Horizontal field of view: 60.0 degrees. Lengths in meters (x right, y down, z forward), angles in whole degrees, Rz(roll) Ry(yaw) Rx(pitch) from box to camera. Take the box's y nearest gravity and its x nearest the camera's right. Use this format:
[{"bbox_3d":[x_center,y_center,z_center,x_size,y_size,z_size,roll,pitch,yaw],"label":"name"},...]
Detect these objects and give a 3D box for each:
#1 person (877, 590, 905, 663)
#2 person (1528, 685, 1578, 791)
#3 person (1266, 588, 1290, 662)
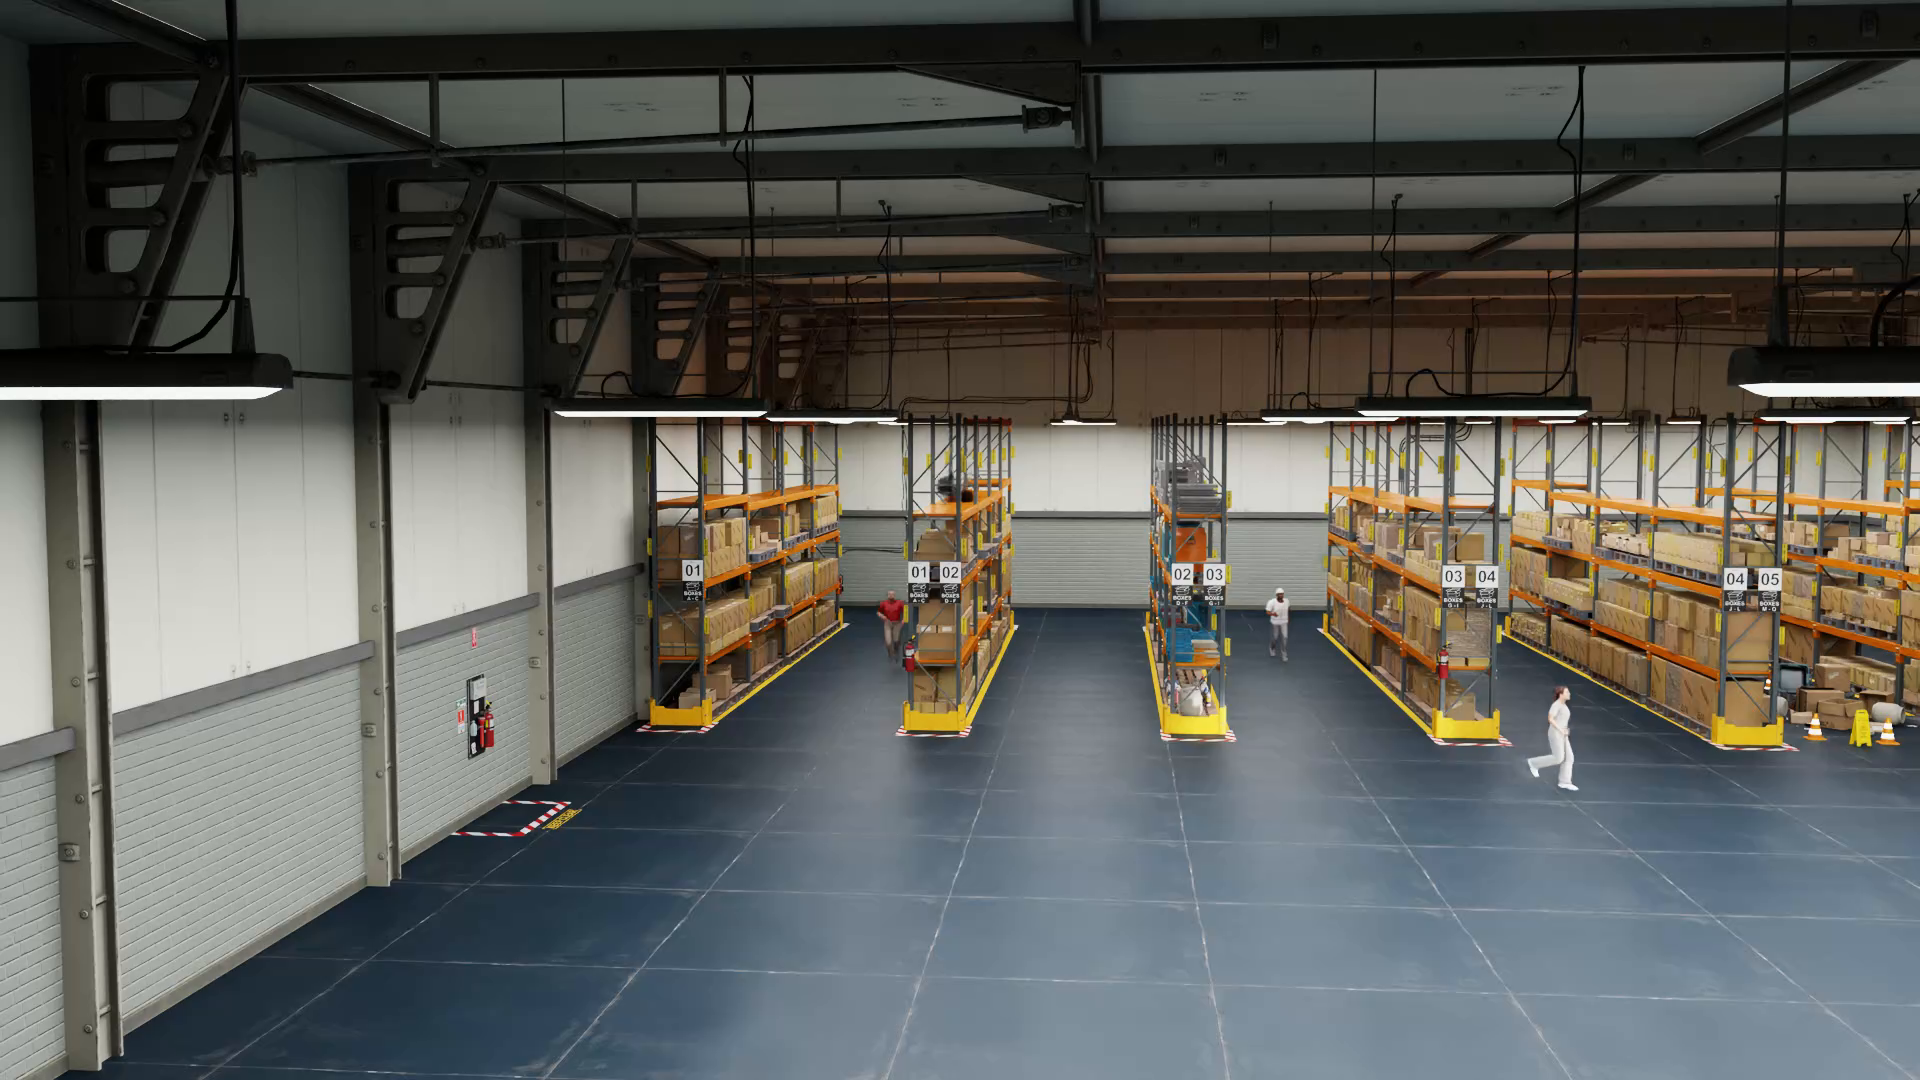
[{"bbox_3d":[-1.578,2.023,38.652,0.728,1.711,0.508,0,4,-2],"label":"person"},{"bbox_3d":[9.495,3.127,26.540,0.797,1.651,0.589,3,5,33],"label":"person"},{"bbox_3d":[7.853,2.070,41.041,0.640,1.795,0.890,0,4,-1],"label":"person"}]
